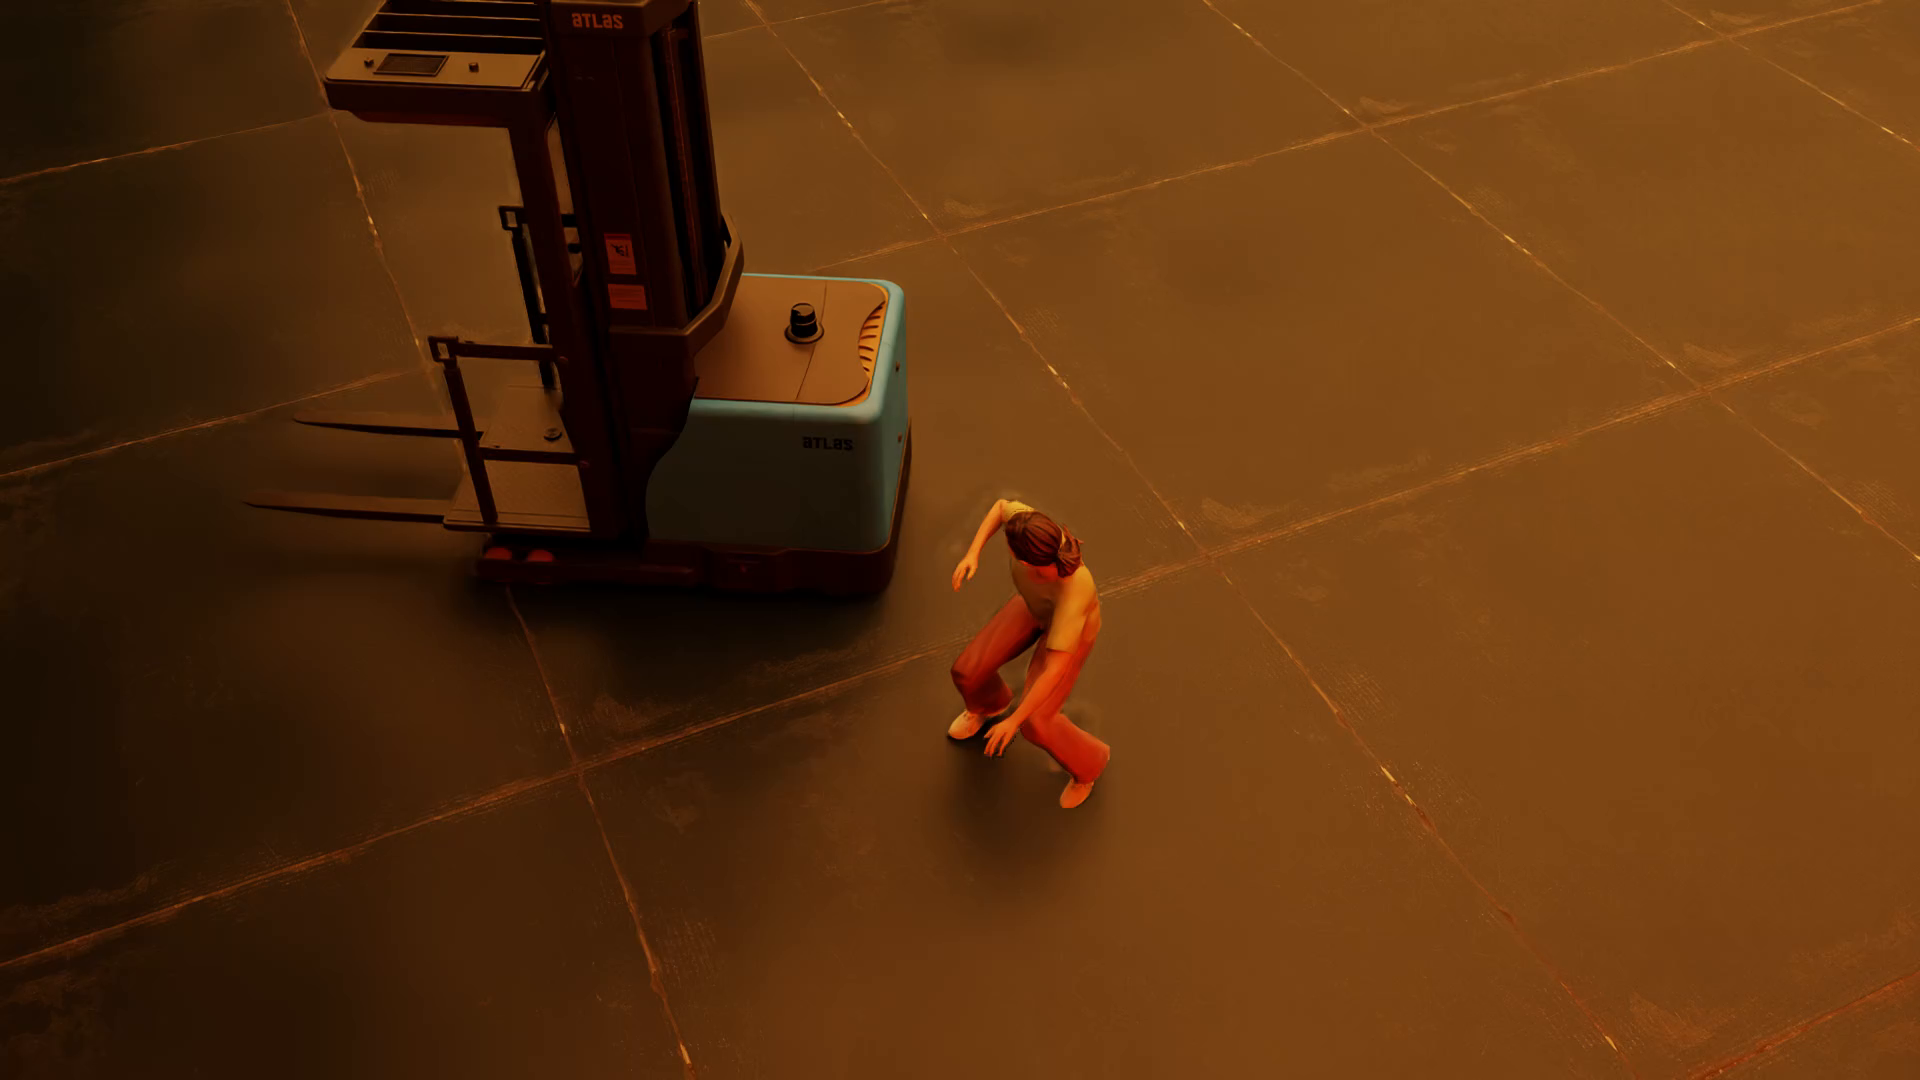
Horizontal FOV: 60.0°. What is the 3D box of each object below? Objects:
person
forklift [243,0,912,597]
[{"bbox_3d":[0.215,0.416,6.378,0.796,1.417,0.722,-29,50,-27],"label":"person"},{"bbox_3d":[-1.783,-1.223,6.990,3.031,2.935,1.130,3,43,4],"label":"forklift"}]
